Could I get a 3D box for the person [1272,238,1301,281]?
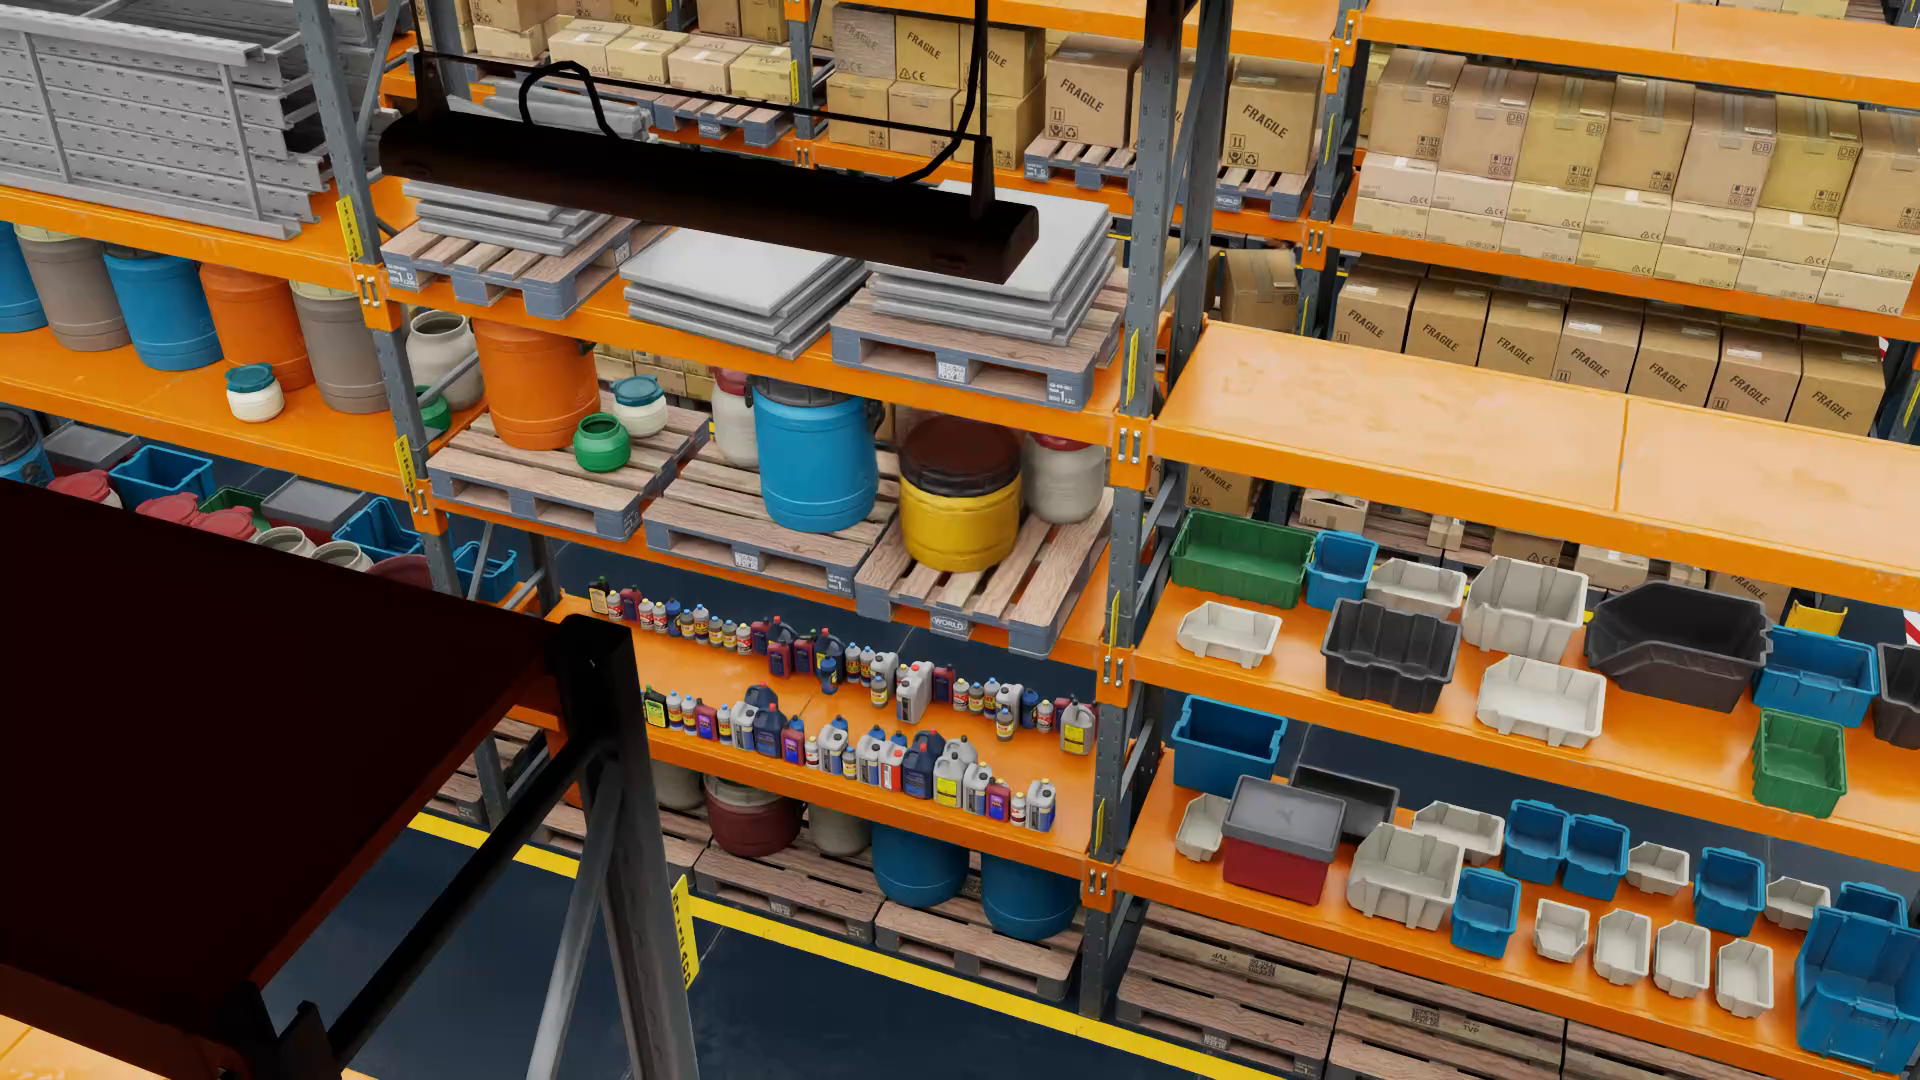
[{"bbox_3d":[2.856,-2.100,14.847,0.585,1.672,0.528,0,36,0],"label":"person"}]
